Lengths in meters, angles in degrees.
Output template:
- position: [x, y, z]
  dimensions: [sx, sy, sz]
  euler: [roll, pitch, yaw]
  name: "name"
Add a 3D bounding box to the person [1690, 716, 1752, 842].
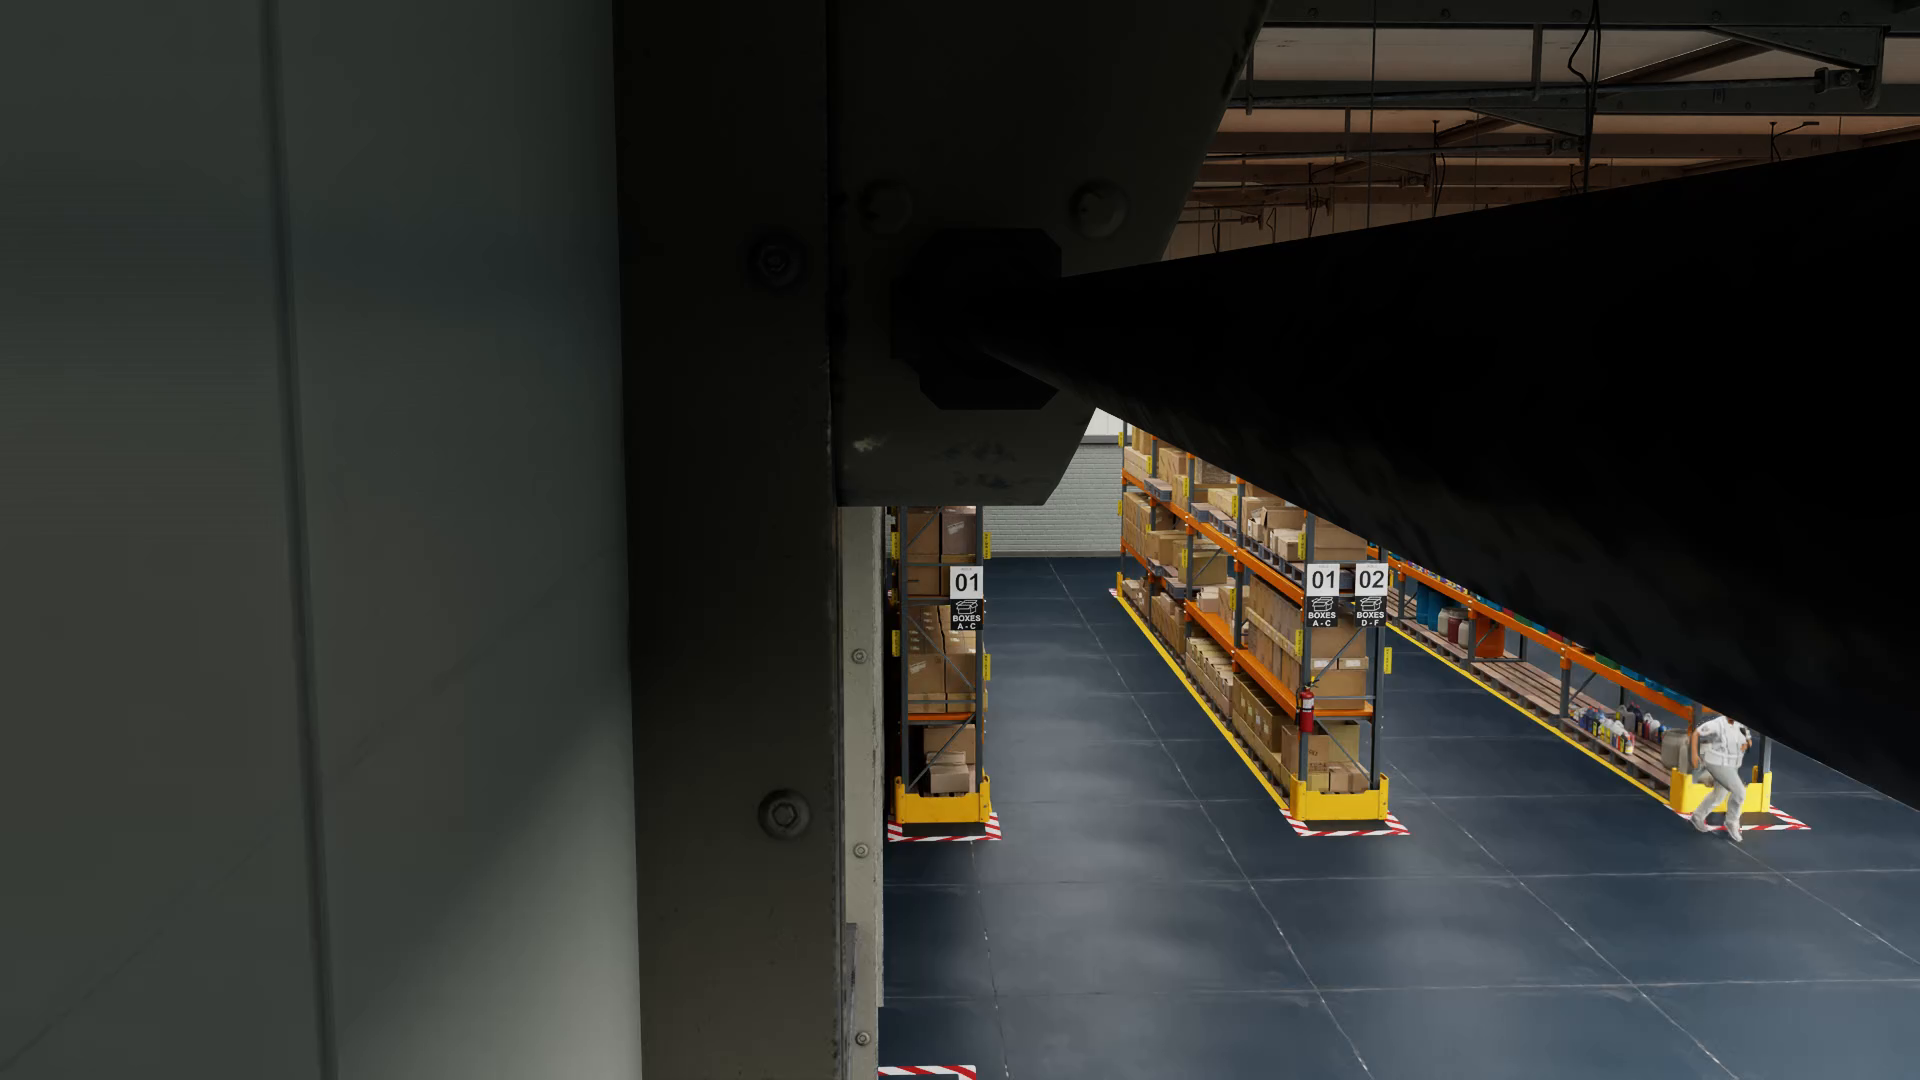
- position: [9.166, 2.733, 19.955]
  dimensions: [0.639, 1.677, 0.659]
  euler: [-5, 10, -33]
  name: "person"
